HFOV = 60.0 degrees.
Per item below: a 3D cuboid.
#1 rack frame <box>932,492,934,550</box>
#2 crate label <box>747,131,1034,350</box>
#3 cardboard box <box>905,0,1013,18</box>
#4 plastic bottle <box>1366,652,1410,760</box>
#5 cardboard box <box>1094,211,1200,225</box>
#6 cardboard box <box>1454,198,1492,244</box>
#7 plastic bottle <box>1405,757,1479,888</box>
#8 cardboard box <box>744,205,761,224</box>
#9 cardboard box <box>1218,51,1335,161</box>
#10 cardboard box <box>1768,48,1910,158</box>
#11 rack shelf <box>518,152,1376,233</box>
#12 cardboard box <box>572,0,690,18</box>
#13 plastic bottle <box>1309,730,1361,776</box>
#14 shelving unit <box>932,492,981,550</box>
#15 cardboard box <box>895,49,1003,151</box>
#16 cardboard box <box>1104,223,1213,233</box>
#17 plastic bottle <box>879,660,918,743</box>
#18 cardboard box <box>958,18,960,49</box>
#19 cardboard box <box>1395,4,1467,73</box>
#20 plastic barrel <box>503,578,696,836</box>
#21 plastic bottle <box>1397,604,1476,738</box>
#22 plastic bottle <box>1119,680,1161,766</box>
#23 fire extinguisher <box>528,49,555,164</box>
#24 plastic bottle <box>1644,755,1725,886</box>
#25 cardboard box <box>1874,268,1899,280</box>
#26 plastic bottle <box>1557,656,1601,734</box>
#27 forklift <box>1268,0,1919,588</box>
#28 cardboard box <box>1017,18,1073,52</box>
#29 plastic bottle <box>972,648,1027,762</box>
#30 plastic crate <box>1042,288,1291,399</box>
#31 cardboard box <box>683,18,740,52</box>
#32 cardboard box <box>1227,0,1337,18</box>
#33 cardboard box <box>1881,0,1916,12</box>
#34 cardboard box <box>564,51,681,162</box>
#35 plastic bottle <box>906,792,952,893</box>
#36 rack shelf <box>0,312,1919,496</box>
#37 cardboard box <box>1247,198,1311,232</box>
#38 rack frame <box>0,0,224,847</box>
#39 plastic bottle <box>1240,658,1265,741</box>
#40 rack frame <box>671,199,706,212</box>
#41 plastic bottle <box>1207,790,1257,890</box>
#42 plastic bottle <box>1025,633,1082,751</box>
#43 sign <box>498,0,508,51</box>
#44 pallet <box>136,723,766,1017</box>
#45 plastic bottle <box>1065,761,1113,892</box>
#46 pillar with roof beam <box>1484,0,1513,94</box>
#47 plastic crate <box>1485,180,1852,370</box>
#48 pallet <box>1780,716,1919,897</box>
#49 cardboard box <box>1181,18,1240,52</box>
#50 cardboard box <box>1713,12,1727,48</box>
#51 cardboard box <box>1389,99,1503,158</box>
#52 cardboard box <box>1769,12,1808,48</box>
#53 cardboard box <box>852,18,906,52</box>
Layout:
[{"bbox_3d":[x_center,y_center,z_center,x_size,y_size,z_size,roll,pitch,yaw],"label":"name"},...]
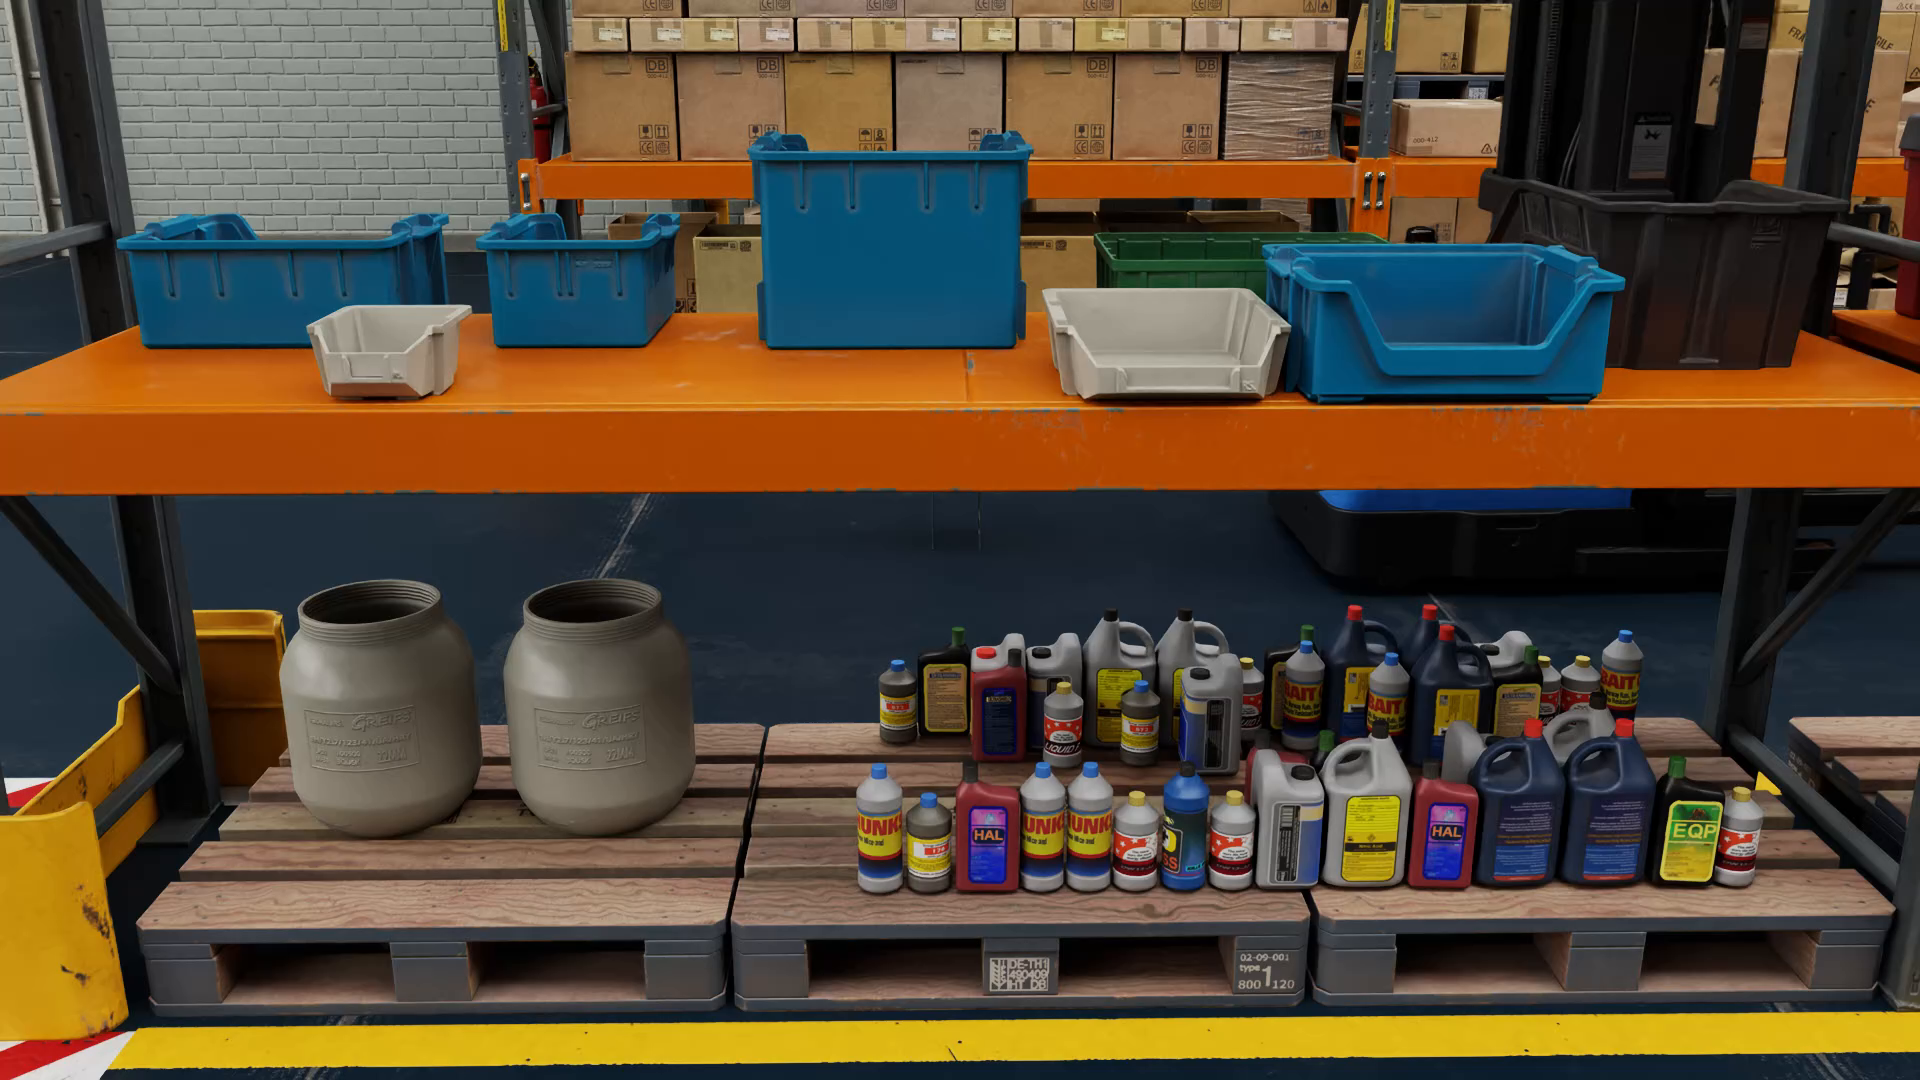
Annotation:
[{"bbox_3d":[-0.106,-0.571,6.363,0.006,1.200,0.240,0,18,-1],"label":"rack frame"},{"bbox_3d":[-0.151,-0.684,3.710,0.616,0.435,0.502,0,18,-1],"label":"crate label"},{"bbox_3d":[-0.011,-2.762,7.958,0.500,0.500,0.700,0,18,-1],"label":"cardboard box"},{"bbox_3d":[1.056,0.410,4.106,0.097,0.271,0.097,0,18,0],"label":"plastic bottle"},{"bbox_3d":[0.970,-1.444,8.724,0.500,0.500,0.500,0,18,-1],"label":"cardboard box"},{"bbox_3d":[4.124,-2.662,13.306,0.500,0.500,0.700,0,18,-1],"label":"cardboard box"},{"bbox_3d":[1.019,0.595,3.509,0.133,0.283,0.061,1,18,3],"label":"plastic bottle"},{"bbox_3d":[-1.450,-2.506,13.131,0.500,0.311,0.500,-2,18,-7],"label":"cardboard box"},{"bbox_3d":[1.495,-2.151,8.179,0.500,0.500,0.700,-1,18,-2],"label":"cardboard box"},{"bbox_3d":[4.260,-2.161,8.211,0.500,0.500,0.500,-1,18,-4],"label":"cardboard box"},{"bbox_3d":[-0.061,-1.755,8.287,4.000,0.370,1.077,0,18,-1],"label":"rack shelf"},{"bbox_3d":[-1.541,-2.752,7.929,0.500,0.500,0.700,0,18,-1],"label":"cardboard box"},{"bbox_3d":[0.831,0.552,3.644,0.133,0.283,0.061,0,18,-1],"label":"plastic bottle"},{"bbox_3d":[-0.014,-0.571,6.364,0.189,1.200,0.258,0,18,-1],"label":"shelving unit"},{"bbox_3d":[-0.046,-2.143,8.152,0.500,0.500,0.700,0,18,1],"label":"cardboard box"},{"bbox_3d":[0.978,-1.287,8.237,0.500,0.500,0.500,0,18,-1],"label":"cardboard box"},{"bbox_3d":[-0.157,0.405,4.236,0.097,0.201,0.097,0,18,0],"label":"plastic bottle"},{"bbox_3d":[-0.131,-2.513,8.245,0.250,0.149,0.380,-1,18,-2],"label":"cardboard box"},{"bbox_3d":[3.583,-3.883,12.857,0.500,0.500,0.700,2,18,7],"label":"cardboard box"},{"bbox_3d":[-0.829,0.380,3.837,0.421,0.512,0.421,0,18,0],"label":"plastic barrel"},{"bbox_3d":[1.199,0.334,4.211,0.185,0.351,0.144,0,18,1],"label":"plastic bottle"},{"bbox_3d":[0.445,0.446,4.108,0.097,0.201,0.097,0,18,0],"label":"plastic bottle"},{"bbox_3d":[-2.187,-2.193,8.599,0.183,0.674,0.296,0,18,-1],"label":"fire extinguisher"},{"bbox_3d":[1.537,0.592,3.517,0.133,0.283,0.061,1,18,2],"label":"plastic bottle"},{"bbox_3d":[4.898,-1.202,8.281,0.500,0.311,0.500,-1,18,-2],"label":"cardboard box"},{"bbox_3d":[1.586,0.396,4.262,0.097,0.201,0.097,0,18,0],"label":"plastic bottle"},{"bbox_3d":[2.794,-1.377,6.043,3.031,2.935,1.130,-1,18,-3],"label":"forklift"},{"bbox_3d":[0.400,-2.392,7.867,0.250,0.149,0.380,0,18,1],"label":"cardboard box"},{"bbox_3d":[0.097,0.405,4.100,0.133,0.283,0.061,0,18,-1],"label":"plastic bottle"},{"bbox_3d":[0.393,-0.384,3.265,0.437,0.136,0.530,0,18,-1],"label":"plastic crate"},{"bbox_3d":[-1.152,-2.384,7.842,0.250,0.149,0.380,0,18,-1],"label":"cardboard box"},{"bbox_3d":[1.495,-2.769,7.981,0.500,0.500,0.700,0,18,-1],"label":"cardboard box"},{"bbox_3d":[6.851,-4.122,12.575,0.500,0.250,0.500,-1,18,-2],"label":"cardboard box"},{"bbox_3d":[-1.594,-2.134,8.126,0.500,0.500,0.700,0,18,-1],"label":"cardboard box"},{"bbox_3d":[-0.065,0.634,3.523,0.097,0.201,0.097,0,18,0],"label":"plastic bottle"},{"bbox_3d":[0.013,-0.242,3.571,4.000,0.370,1.077,0,18,-1],"label":"rack shelf"},{"bbox_3d":[2.592,-2.648,13.265,0.500,0.500,0.700,0,18,1],"label":"cardboard box"},{"bbox_3d":[-1.987,-0.575,3.431,0.127,3.000,1.000,0,18,-1],"label":"rack frame"},{"bbox_3d":[0.727,0.401,4.249,0.097,0.201,0.097,0,18,0],"label":"plastic bottle"},{"bbox_3d":[-2.143,-3.601,12.863,0.127,3.000,1.000,0,18,-1],"label":"rack frame"},{"bbox_3d":[0.578,0.630,3.533,0.097,0.201,0.097,0,18,0],"label":"plastic bottle"},{"bbox_3d":[0.234,0.376,4.204,0.135,0.276,0.152,-1,18,-2],"label":"plastic bottle"},{"bbox_3d":[-2.058,-2.369,7.474,0.005,0.325,0.100,0,18,-1],"label":"sign"},{"bbox_3d":[-1.099,0.735,3.910,1.213,0.211,1.003,0,18,-1],"label":"pallet"},{"bbox_3d":[0.274,0.599,3.517,0.097,0.271,0.097,0,18,0],"label":"plastic bottle"},{"bbox_3d":[4.610,-5.439,8.772,0.400,9.000,9.100,0,18,-1],"label":"pillar with roof beam"},{"bbox_3d":[1.487,-0.601,3.613,0.504,0.338,0.767,0,18,-1],"label":"plastic crate"},{"bbox_3d":[2.797,0.717,3.965,1.213,0.211,1.003,0,18,-1],"label":"pallet"},{"bbox_3d":[1.161,-2.395,7.876,0.250,0.149,0.380,-1,18,-2],"label":"cardboard box"},{"bbox_3d":[6.324,-3.921,13.178,0.500,0.500,0.500,0,18,-1],"label":"cardboard box"},{"bbox_3d":[2.430,-2.052,8.279,0.500,0.250,0.500,1,18,3],"label":"cardboard box"},{"bbox_3d":[6.346,-3.763,12.683,0.500,0.500,0.500,0,18,1],"label":"cardboard box"},{"bbox_3d":[-0.378,-2.388,7.854,0.250,0.149,0.380,-1,18,-2],"label":"cardboard box"}]
